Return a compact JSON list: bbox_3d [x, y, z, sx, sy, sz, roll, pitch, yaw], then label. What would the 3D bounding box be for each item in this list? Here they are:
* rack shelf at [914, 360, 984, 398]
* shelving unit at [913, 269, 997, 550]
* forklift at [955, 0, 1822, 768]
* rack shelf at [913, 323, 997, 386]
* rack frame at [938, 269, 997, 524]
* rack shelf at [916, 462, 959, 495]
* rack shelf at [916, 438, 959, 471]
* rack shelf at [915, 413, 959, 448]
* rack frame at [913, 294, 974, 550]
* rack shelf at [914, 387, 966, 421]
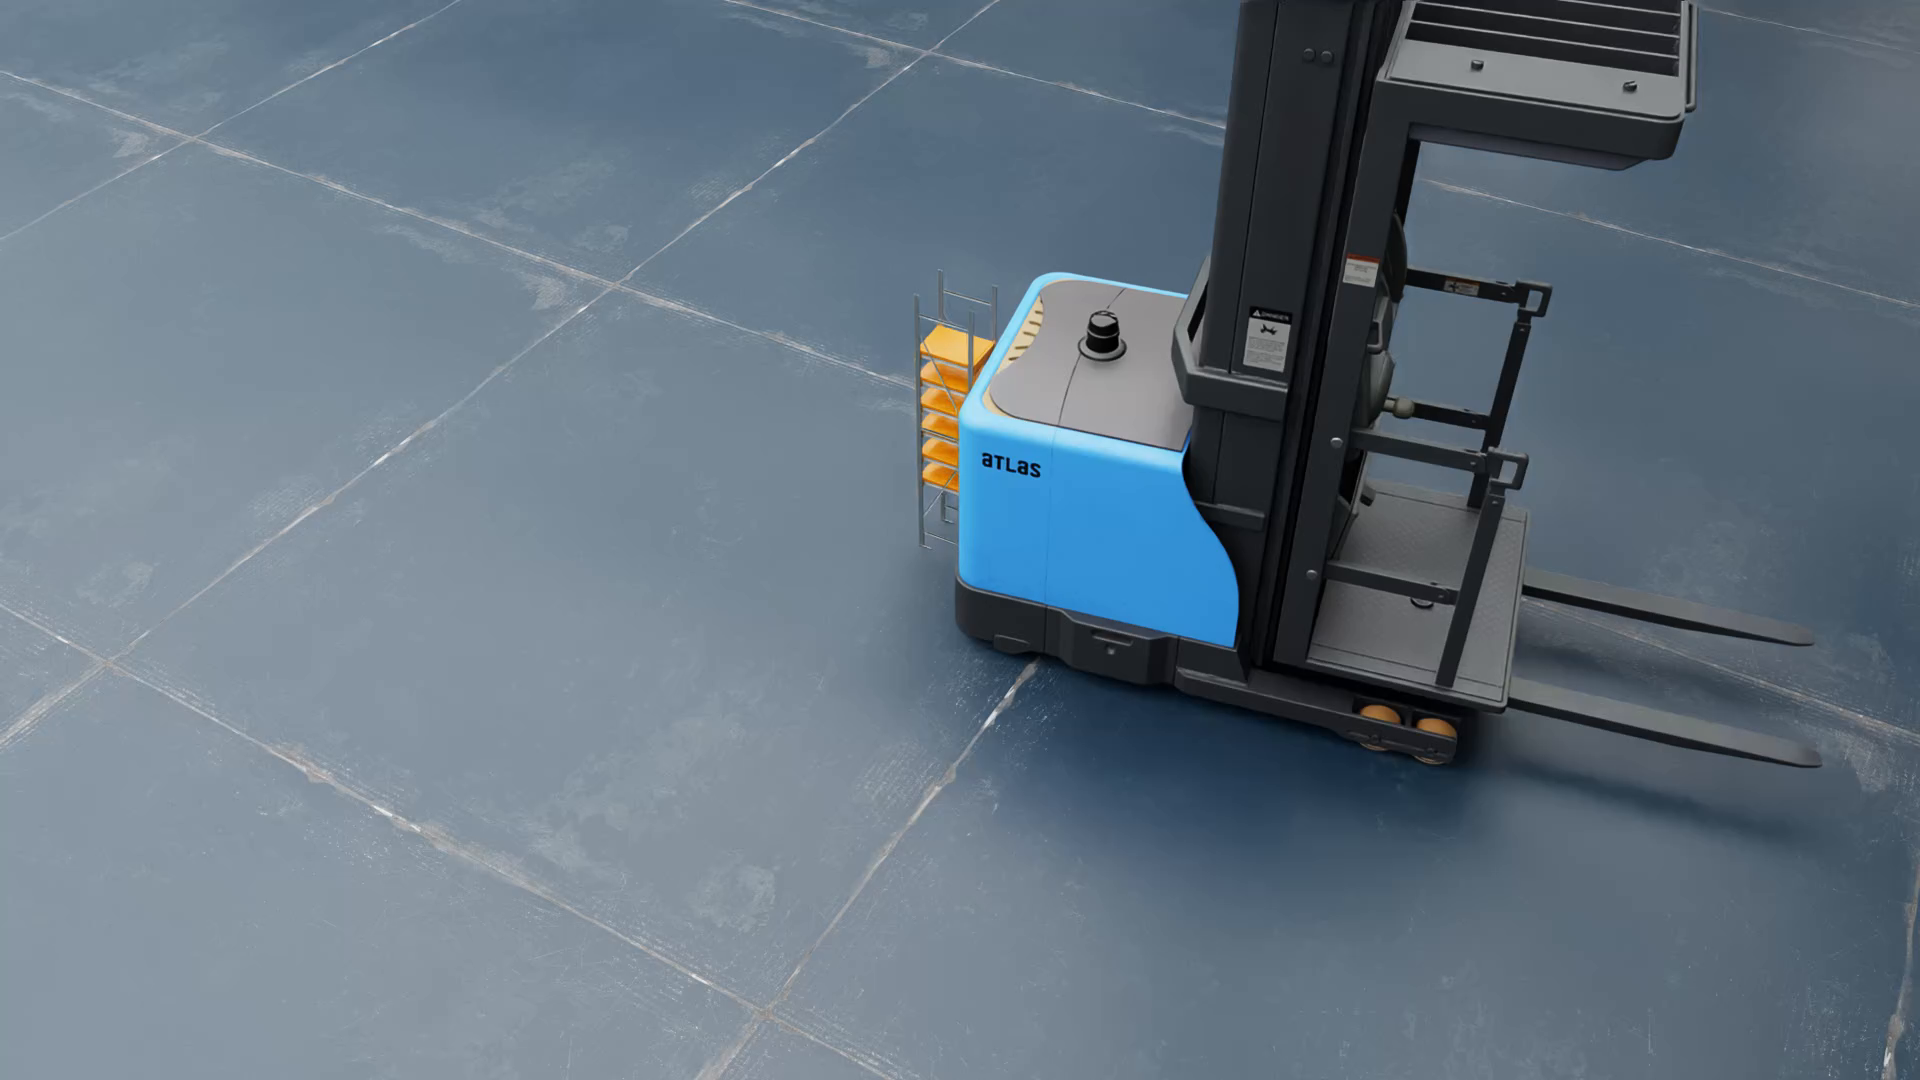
[{"bbox_3d":[-0.016,-0.591,6.217,0.258,0.103,0.180,19,45,20],"label":"rack shelf"},{"bbox_3d":[-0.016,-0.444,6.346,0.258,1.200,0.189,19,45,20],"label":"shelving unit"},{"bbox_3d":[1.555,-0.709,5.337,3.031,2.935,1.130,13,43,14],"label":"forklift"},{"bbox_3d":[-0.016,-0.681,6.137,0.258,0.103,0.180,19,45,20],"label":"rack shelf"},{"bbox_3d":[0.027,-0.498,6.407,0.240,1.200,0.006,19,45,20],"label":"rack frame"},{"bbox_3d":[-0.015,-0.231,6.534,0.258,0.103,0.180,19,45,20],"label":"rack shelf"},{"bbox_3d":[-0.016,-0.321,6.455,0.258,0.103,0.180,19,45,20],"label":"rack shelf"},{"bbox_3d":[-0.016,-0.411,6.375,0.258,0.103,0.180,19,45,20],"label":"rack shelf"},{"bbox_3d":[-0.058,-0.390,6.285,0.240,1.200,0.006,19,45,20],"label":"rack frame"},{"bbox_3d":[-0.016,-0.501,6.296,0.258,0.103,0.180,19,45,20],"label":"rack shelf"}]
